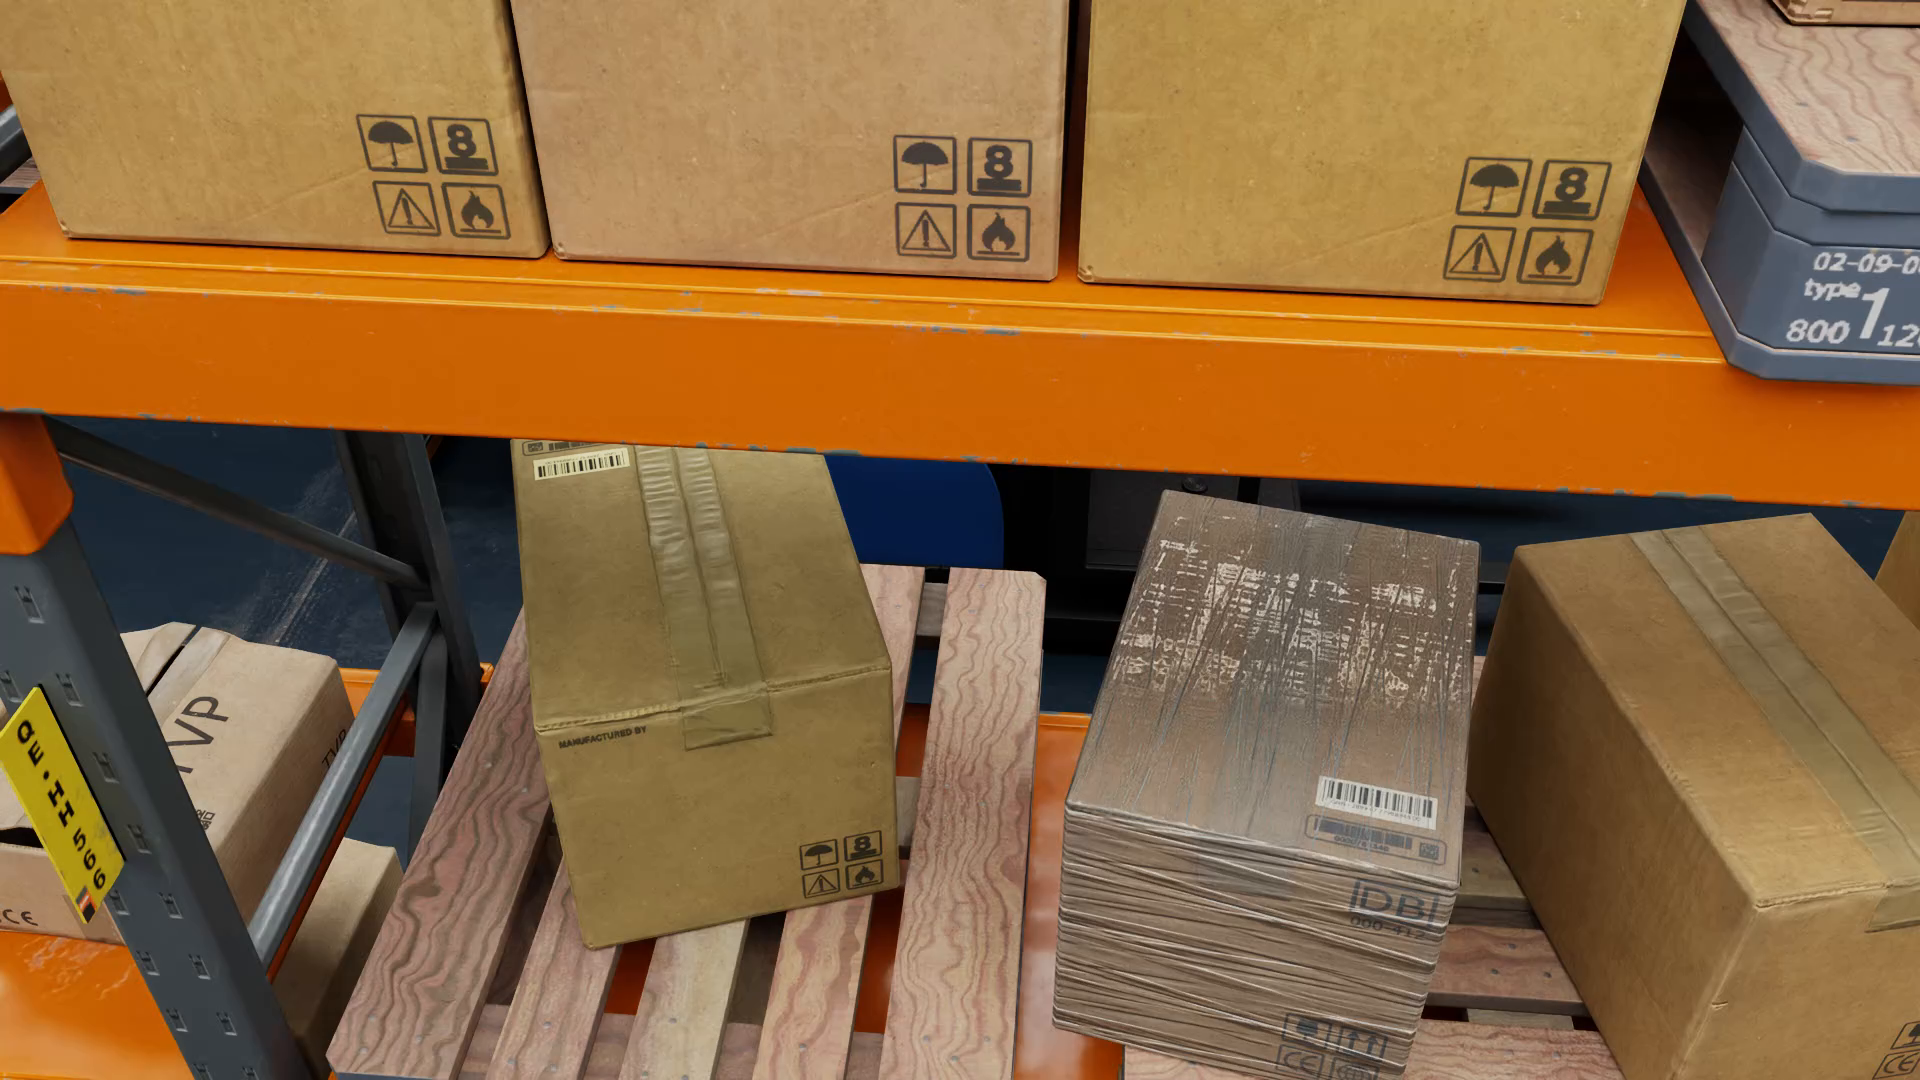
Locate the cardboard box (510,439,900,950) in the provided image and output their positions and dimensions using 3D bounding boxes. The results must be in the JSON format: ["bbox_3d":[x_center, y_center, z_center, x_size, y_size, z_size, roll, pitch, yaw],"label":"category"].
[{"bbox_3d":[-0.424,0.193,2.725,0.500,0.500,0.700,-9,40,-11],"label":"cardboard box"}]

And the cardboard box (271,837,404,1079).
[{"bbox_3d":[-1.558,0.904,3.664,0.500,0.311,0.500,4,39,5],"label":"cardboard box"}]

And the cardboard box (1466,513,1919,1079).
[{"bbox_3d":[1.158,0.390,2.483,0.500,0.500,0.700,-6,40,-8],"label":"cardboard box"}]

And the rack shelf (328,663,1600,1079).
[{"bbox_3d":[0.931,0.819,2.937,4.000,0.370,1.077,3,39,4],"label":"rack shelf"}]

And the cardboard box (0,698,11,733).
[{"bbox_3d":[-1.936,0.295,3.081,0.500,0.311,0.500,3,39,3],"label":"cardboard box"}]

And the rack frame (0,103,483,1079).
[{"bbox_3d":[-1.061,0.431,2.844,0.127,3.000,1.000,3,39,4],"label":"rack frame"}]

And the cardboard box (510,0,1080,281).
[{"bbox_3d":[-0.116,-0.740,1.828,0.500,0.500,0.910,3,39,4],"label":"cardboard box"}]

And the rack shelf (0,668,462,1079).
[{"bbox_3d":[-3.054,0.601,3.205,4.000,0.370,1.077,3,39,4],"label":"rack shelf"}]

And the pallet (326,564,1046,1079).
[{"bbox_3d":[-0.380,0.499,2.913,1.003,0.211,1.213,3,39,4],"label":"pallet"}]

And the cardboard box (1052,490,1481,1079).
[{"bbox_3d":[0.470,0.363,2.516,0.500,0.500,0.700,10,40,12],"label":"cardboard box"}]

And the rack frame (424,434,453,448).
[{"bbox_3d":[-1.928,-0.876,5.638,0.032,1.500,0.500,3,39,4],"label":"rack frame"}]

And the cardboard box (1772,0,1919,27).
[{"bbox_3d":[1.099,-0.899,1.611,0.600,0.600,0.600,2,39,2],"label":"cardboard box"}]

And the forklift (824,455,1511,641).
[{"bbox_3d":[0.628,-1.103,4.784,3.031,2.935,1.130,3,39,4],"label":"forklift"}]

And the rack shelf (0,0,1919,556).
[{"bbox_3d":[0.931,-0.344,1.990,4.000,0.370,1.077,3,39,4],"label":"rack shelf"}]

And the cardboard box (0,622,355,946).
[{"bbox_3d":[-1.420,0.419,2.930,0.500,0.311,0.500,5,39,7],"label":"cardboard box"}]

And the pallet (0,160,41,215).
[{"bbox_3d":[-3.847,-1.779,7.769,1.213,0.211,1.003,3,39,4],"label":"pallet"}]

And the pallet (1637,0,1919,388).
[{"bbox_3d":[1.246,-0.575,1.853,1.003,0.211,1.213,3,39,4],"label":"pallet"}]

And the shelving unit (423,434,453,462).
[{"bbox_3d":[-1.413,-0.846,5.601,1.083,1.500,0.587,3,39,4],"label":"shelving unit"}]

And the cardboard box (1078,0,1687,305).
[{"bbox_3d":[0.402,-0.712,1.793,0.500,0.500,0.910,3,39,4],"label":"cardboard box"}]

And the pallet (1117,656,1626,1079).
[{"bbox_3d":[0.876,0.609,2.778,1.213,0.211,1.003,3,39,4],"label":"pallet"}]

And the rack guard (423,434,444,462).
[{"bbox_3d":[-1.909,-0.390,6.031,0.087,0.250,0.587,3,39,4],"label":"rack guard"}]

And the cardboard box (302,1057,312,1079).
[{"bbox_3d":[-1.605,1.244,3.247,0.500,0.311,0.500,4,39,5],"label":"cardboard box"}]

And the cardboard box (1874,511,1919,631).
[{"bbox_3d":[1.780,0.284,2.614,0.500,0.500,0.700,9,40,11],"label":"cardboard box"}]

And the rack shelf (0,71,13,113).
[{"bbox_3d":[-3.054,-0.562,2.258,4.000,0.370,1.077,3,39,4],"label":"rack shelf"}]

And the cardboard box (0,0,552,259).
[{"bbox_3d":[-0.624,-0.768,1.862,0.500,0.500,0.910,3,39,4],"label":"cardboard box"}]

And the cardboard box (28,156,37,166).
[{"bbox_3d":[-3.888,-2.074,7.553,0.500,0.500,0.700,4,39,5],"label":"cardboard box"}]

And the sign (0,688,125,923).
[{"bbox_3d":[-1.106,0.332,2.049,0.005,0.325,0.100,3,39,4],"label":"sign"}]
